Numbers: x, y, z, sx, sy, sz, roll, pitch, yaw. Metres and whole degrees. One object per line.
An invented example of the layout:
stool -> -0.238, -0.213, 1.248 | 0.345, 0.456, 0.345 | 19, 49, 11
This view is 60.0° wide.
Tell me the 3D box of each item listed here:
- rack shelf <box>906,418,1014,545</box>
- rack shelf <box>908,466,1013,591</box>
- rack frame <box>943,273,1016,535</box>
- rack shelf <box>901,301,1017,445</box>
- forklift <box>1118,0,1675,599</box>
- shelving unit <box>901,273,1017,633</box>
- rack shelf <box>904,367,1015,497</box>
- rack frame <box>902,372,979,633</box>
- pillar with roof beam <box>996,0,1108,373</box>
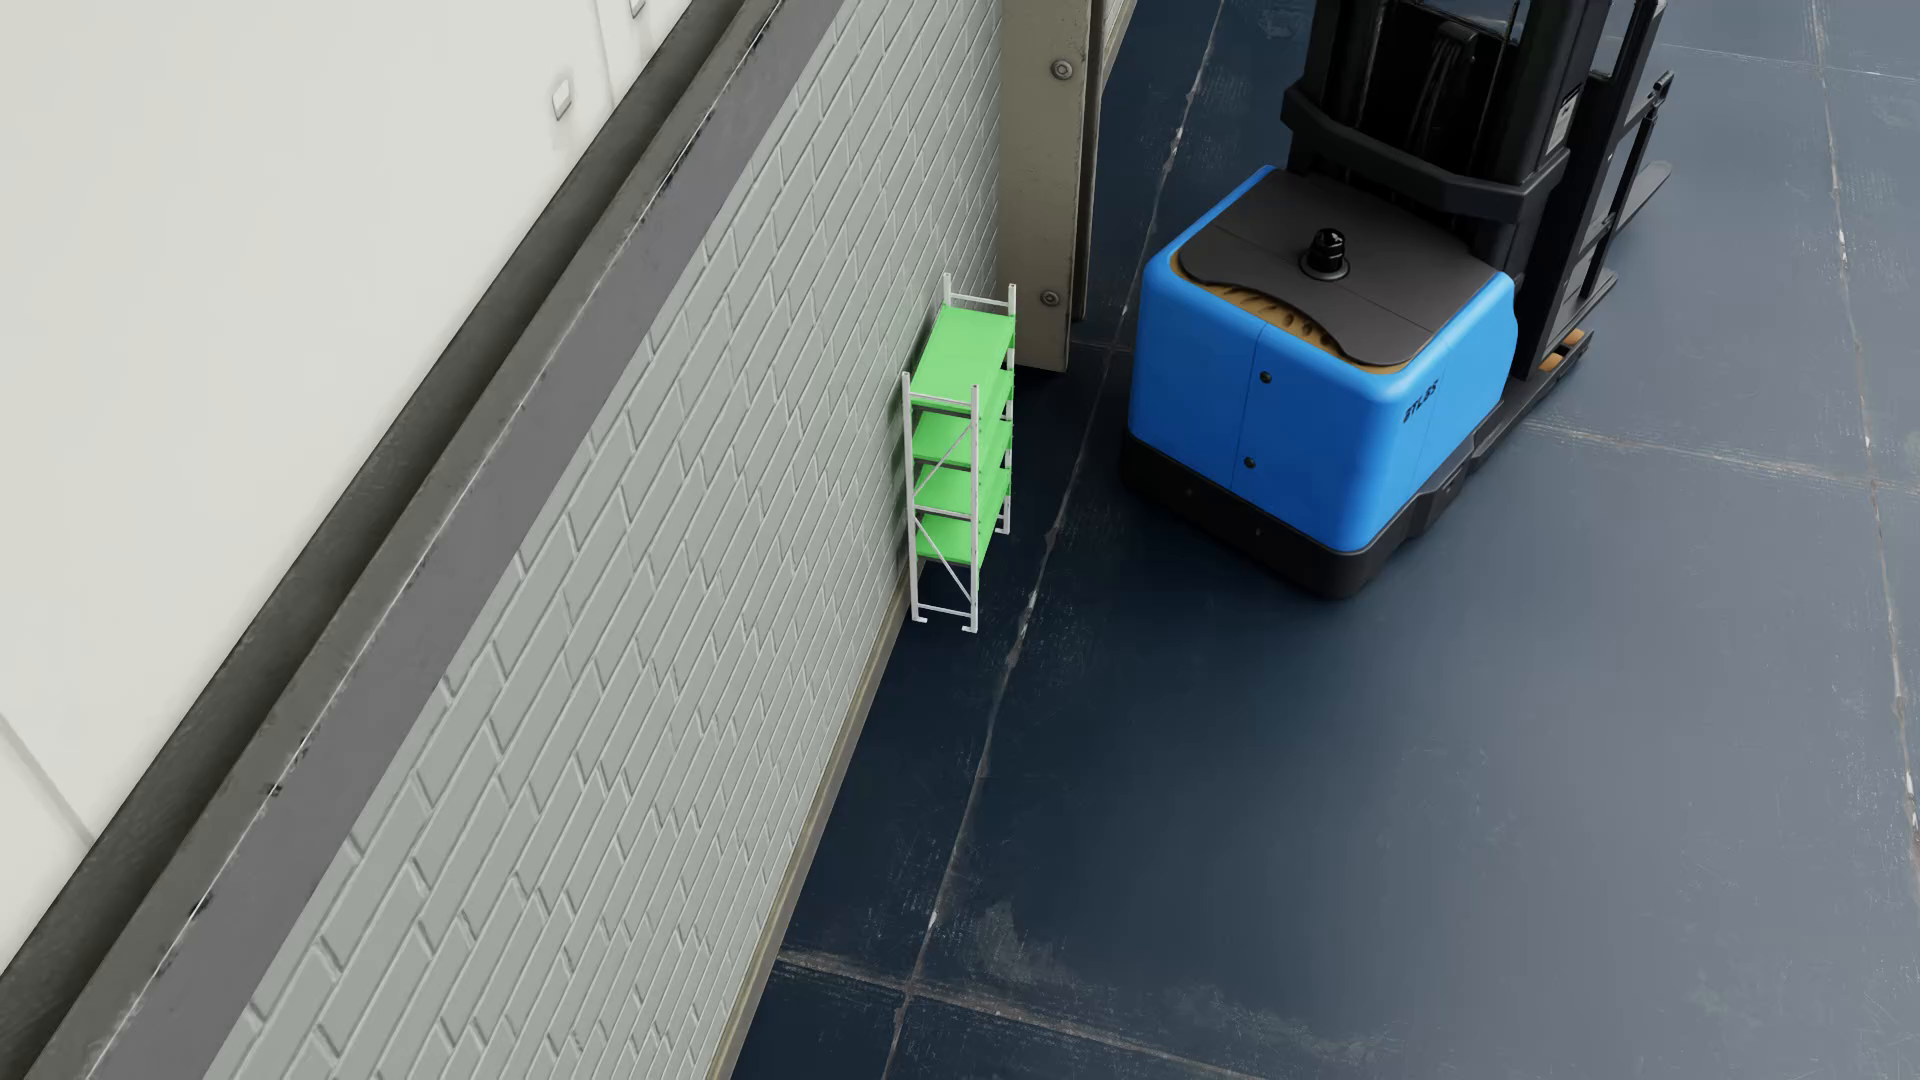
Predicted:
rack shelf -> 0.004, -0.226, 5.734 | 0.258, 0.148, 0.480 | 11, 49, 10
rack shelf -> 0.005, -0.067, 5.914 | 0.258, 0.148, 0.480 | 11, 49, 10
rack frame -> 0.066, -0.446, 5.842 | 0.240, 1.200, 0.015 | 11, 49, 10
rack shelf -> 0.002, -0.545, 5.374 | 0.258, 0.148, 0.480 | 11, 49, 10
forklift -> 1.947, -1.797, 5.881 | 1.130, 2.935, 3.031 | 33, 56, 25
shelving unit -> 0.004, -0.269, 5.686 | 0.258, 1.200, 0.503 | 11, 49, 10
rack shelf -> 0.003, -0.386, 5.554 | 0.258, 0.148, 0.480 | 11, 49, 10
rack frame -> -0.058, -0.092, 5.530 | 0.240, 1.200, 0.015 | 11, 49, 10
pillar with roof beam -> 4.489, -2.992, 2.889 | 9.100, 9.000, 0.400 | 12, 50, 10
